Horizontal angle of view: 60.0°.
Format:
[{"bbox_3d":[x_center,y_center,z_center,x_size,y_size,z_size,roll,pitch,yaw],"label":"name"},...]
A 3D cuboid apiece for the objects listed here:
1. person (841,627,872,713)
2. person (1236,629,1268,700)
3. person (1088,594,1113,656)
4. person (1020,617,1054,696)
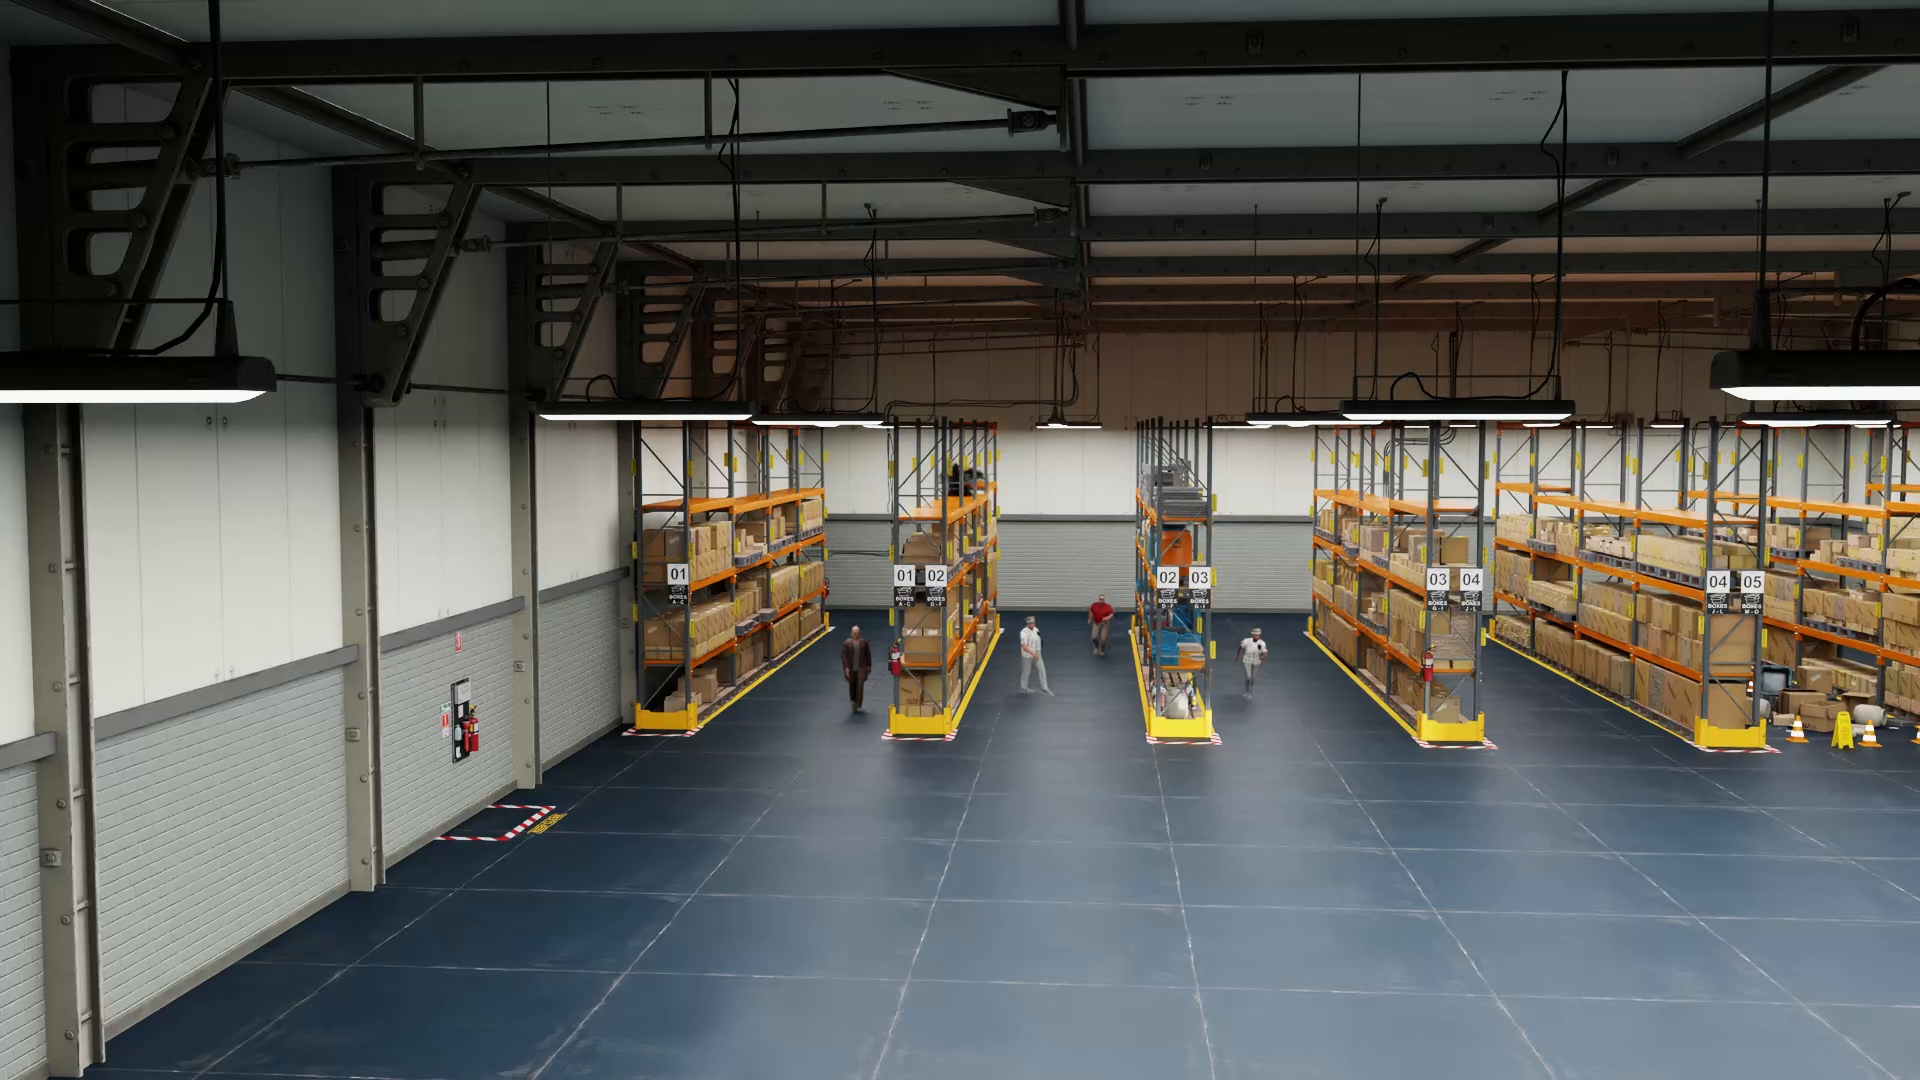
[{"bbox_3d":[-2.115,2.625,33.976,0.624,1.733,1.088,0,4,1],"label":"person"},{"bbox_3d":[6.207,2.622,35.351,0.595,1.543,0.956,0,4,-6],"label":"person"},{"bbox_3d":[3.550,2.165,42.160,0.685,1.602,0.880,1,4,12],"label":"person"},{"bbox_3d":[1.568,2.489,35.847,0.621,1.706,0.920,-3,5,-34],"label":"person"}]
